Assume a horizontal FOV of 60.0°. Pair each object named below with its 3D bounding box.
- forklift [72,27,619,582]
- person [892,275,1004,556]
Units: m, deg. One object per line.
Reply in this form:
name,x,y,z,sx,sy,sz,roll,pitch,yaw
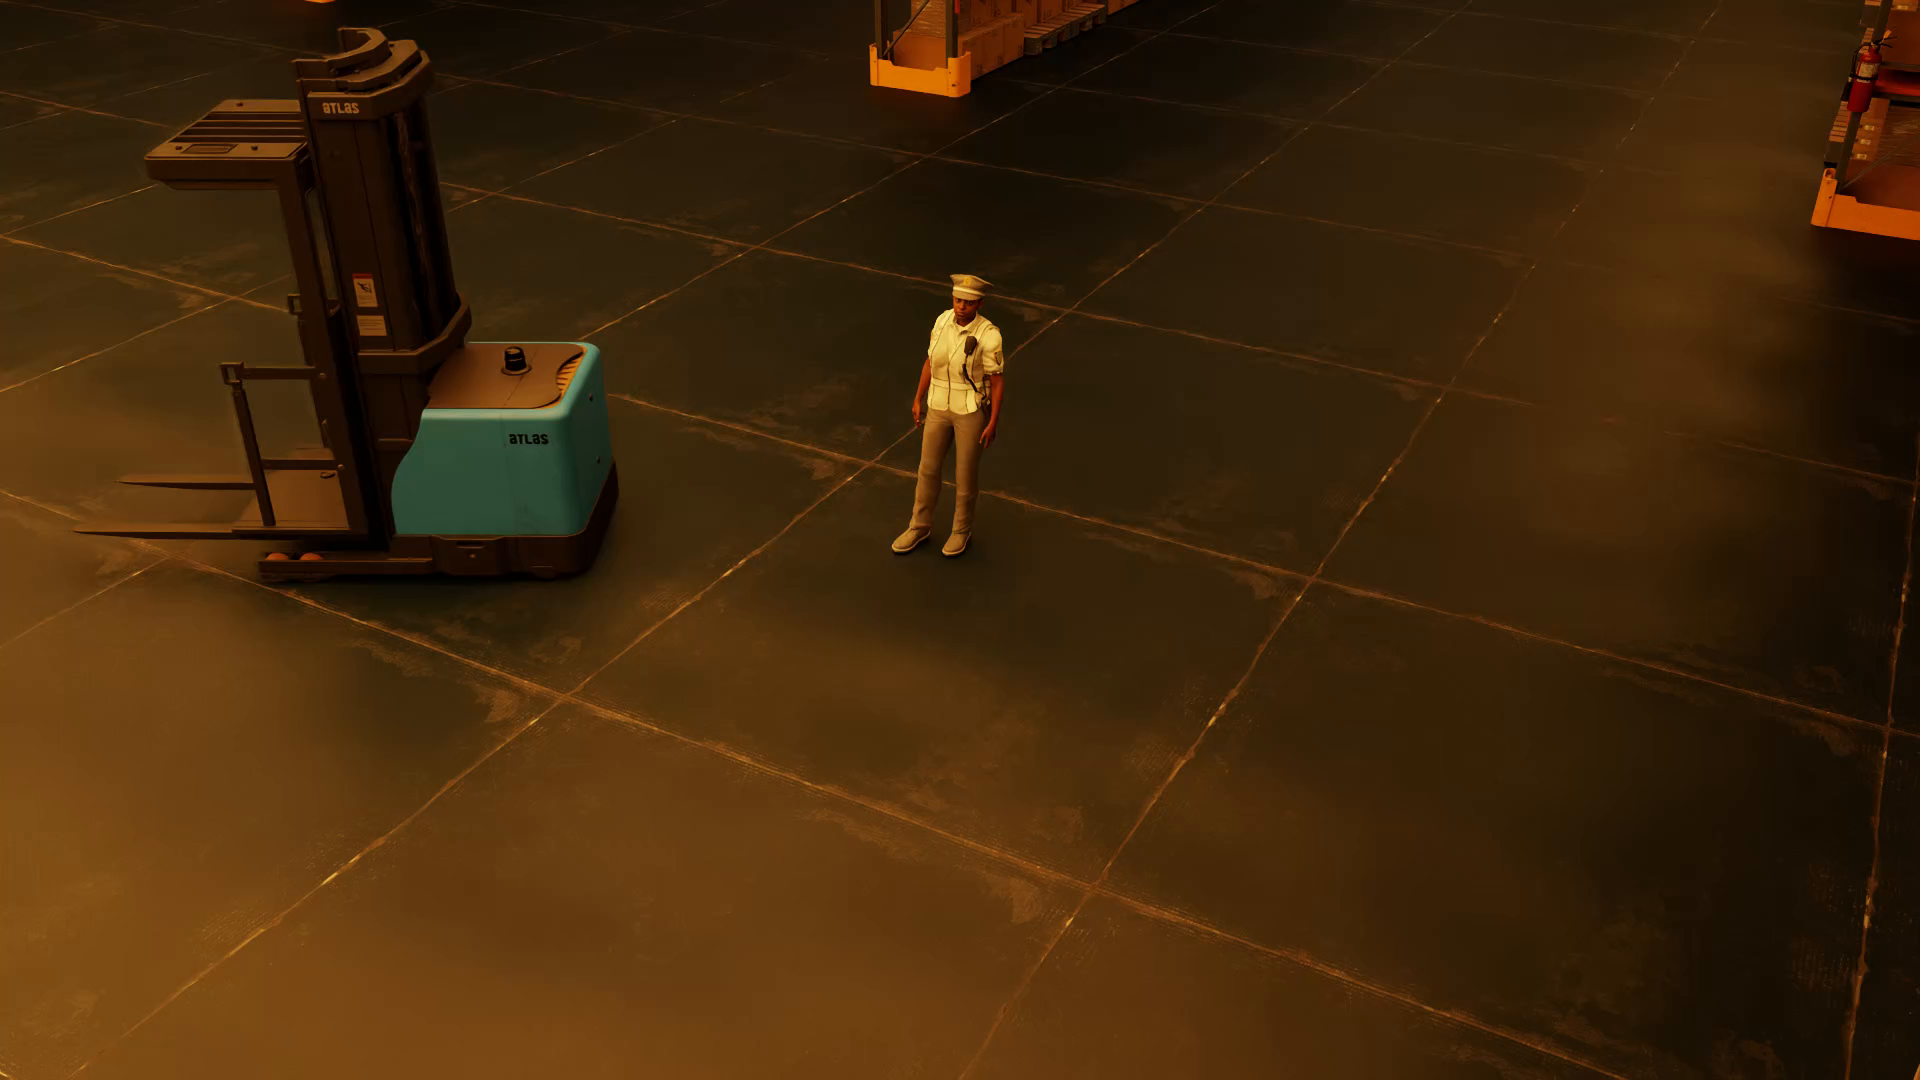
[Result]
forklift,-3.643,-1.290,9.305,3.031,2.935,1.130,0,30,1
person,-0.053,-0.712,9.527,0.570,1.697,0.528,15,33,25
